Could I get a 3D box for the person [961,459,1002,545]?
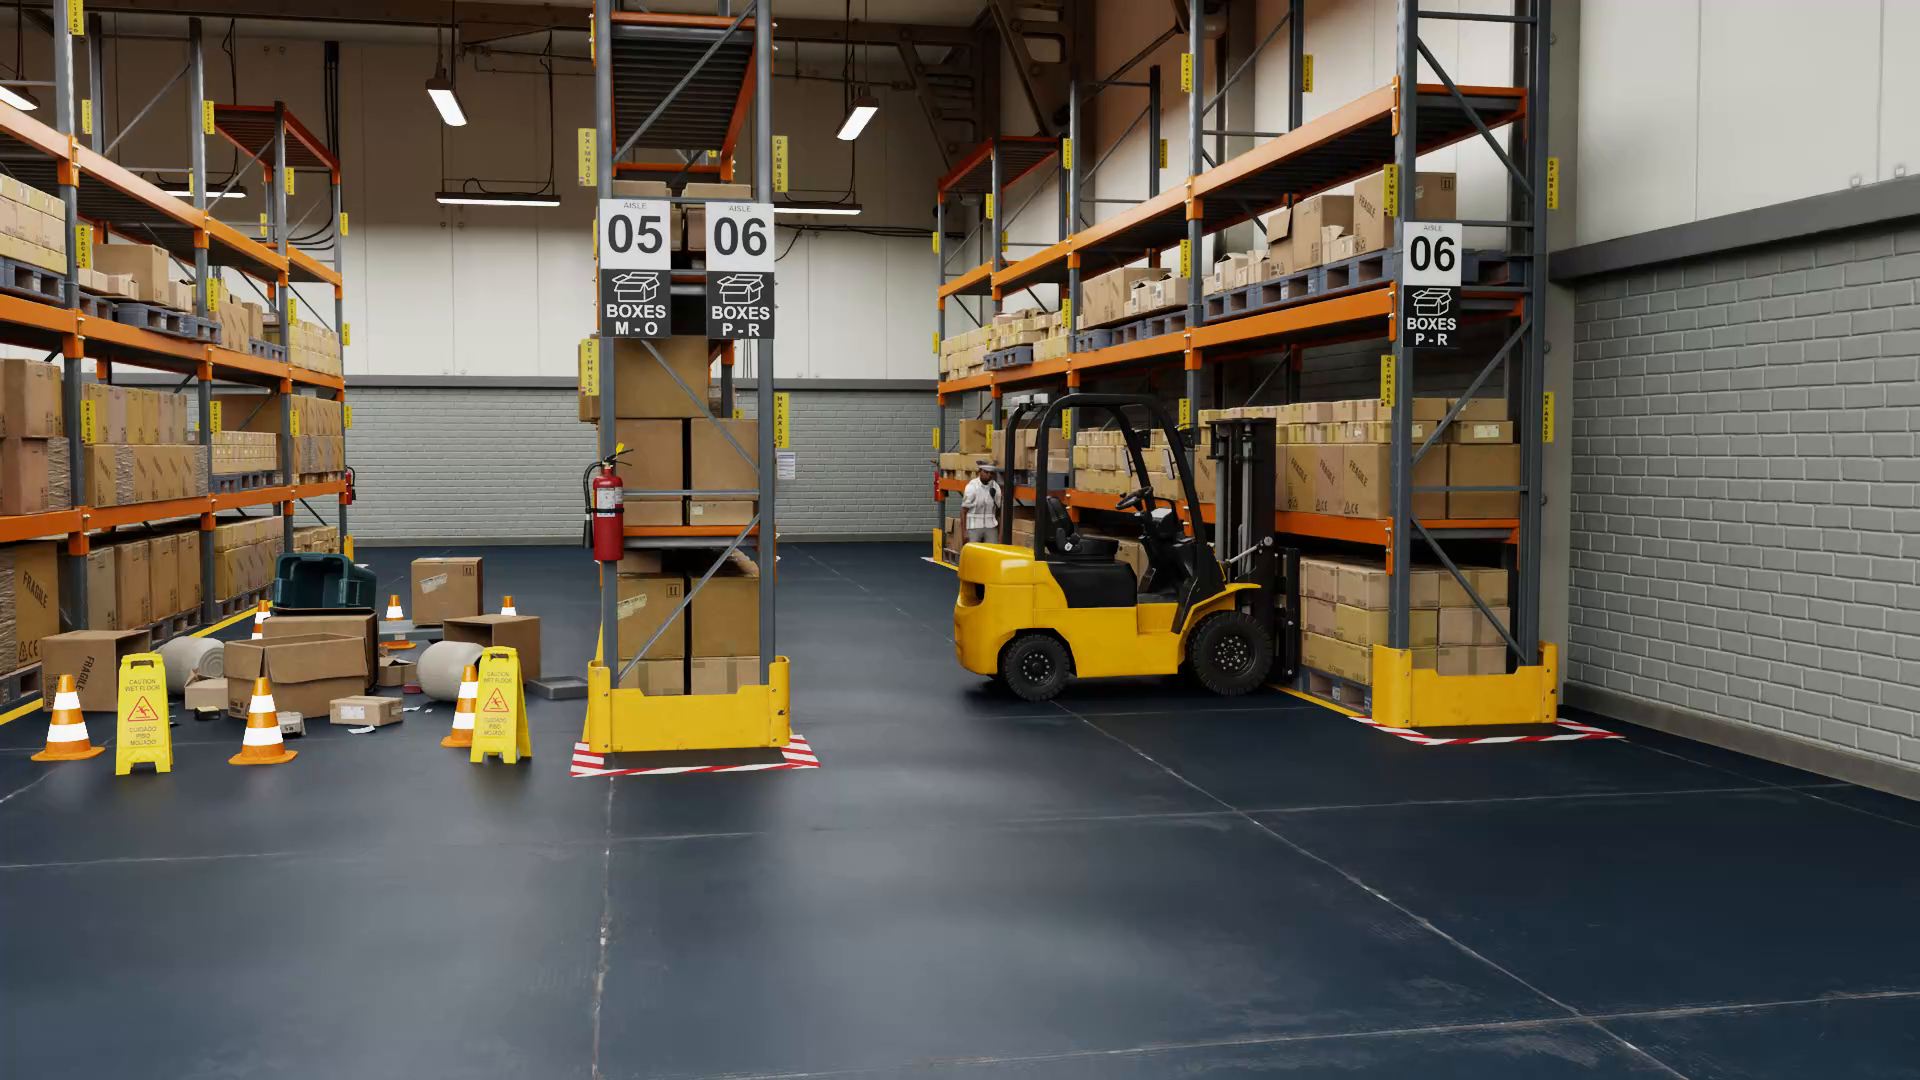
[{"bbox_3d":[0.240,-0.066,18.360,0.525,1.658,0.427,-1,3,-20],"label":"person"}]
